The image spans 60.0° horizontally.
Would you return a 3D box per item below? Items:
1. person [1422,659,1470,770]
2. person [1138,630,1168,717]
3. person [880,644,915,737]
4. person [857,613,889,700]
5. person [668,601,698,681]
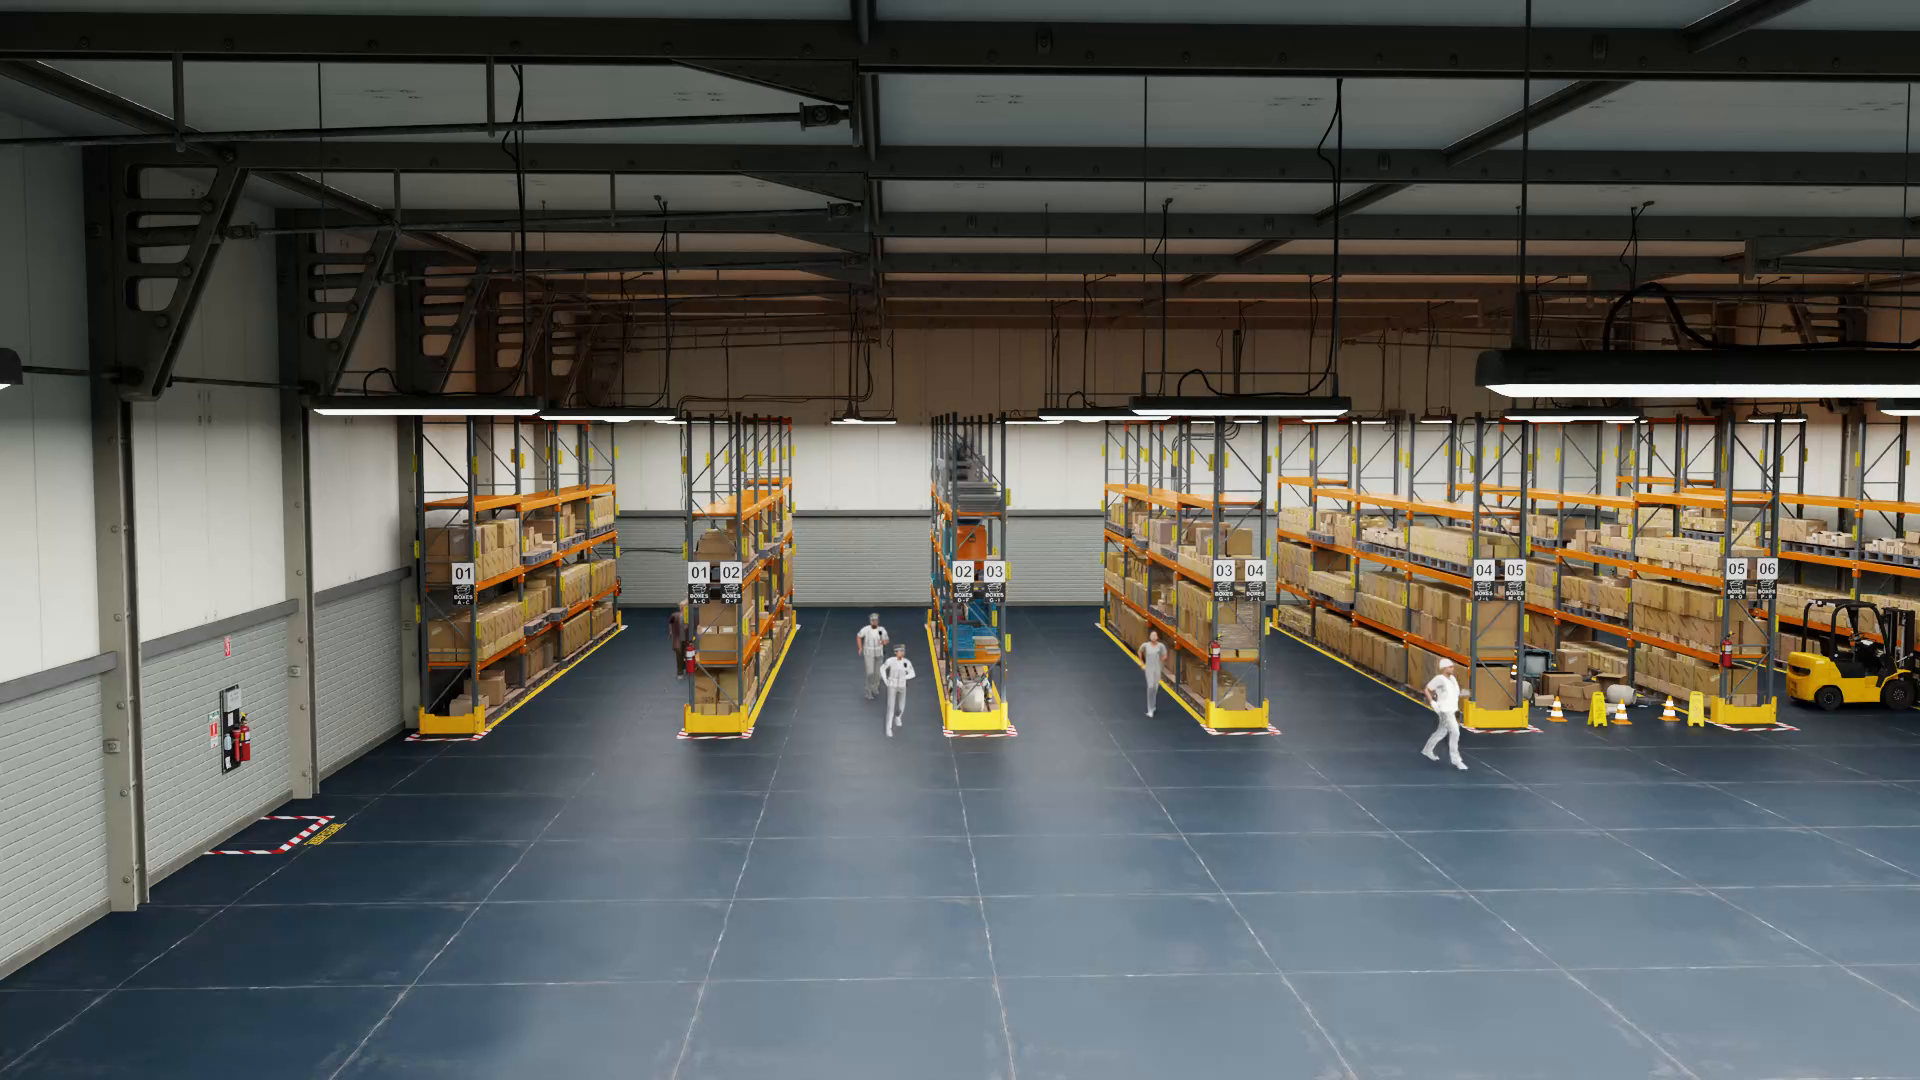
[{"bbox_3d":[8.184,2.908,28.013,0.857,1.826,0.672,3,5,36],"label":"person"},{"bbox_3d":[3.859,2.638,33.190,0.553,1.724,0.764,0,4,-6],"label":"person"},{"bbox_3d":[-1.157,2.780,31.195,0.632,1.679,0.915,-1,4,-13],"label":"person"},{"bbox_3d":[-1.816,2.467,35.065,0.631,1.840,0.754,-1,4,-14],"label":"person"},{"bbox_3d":[-6.271,2.263,37.657,0.714,1.754,1.033,0,4,-5],"label":"person"}]
